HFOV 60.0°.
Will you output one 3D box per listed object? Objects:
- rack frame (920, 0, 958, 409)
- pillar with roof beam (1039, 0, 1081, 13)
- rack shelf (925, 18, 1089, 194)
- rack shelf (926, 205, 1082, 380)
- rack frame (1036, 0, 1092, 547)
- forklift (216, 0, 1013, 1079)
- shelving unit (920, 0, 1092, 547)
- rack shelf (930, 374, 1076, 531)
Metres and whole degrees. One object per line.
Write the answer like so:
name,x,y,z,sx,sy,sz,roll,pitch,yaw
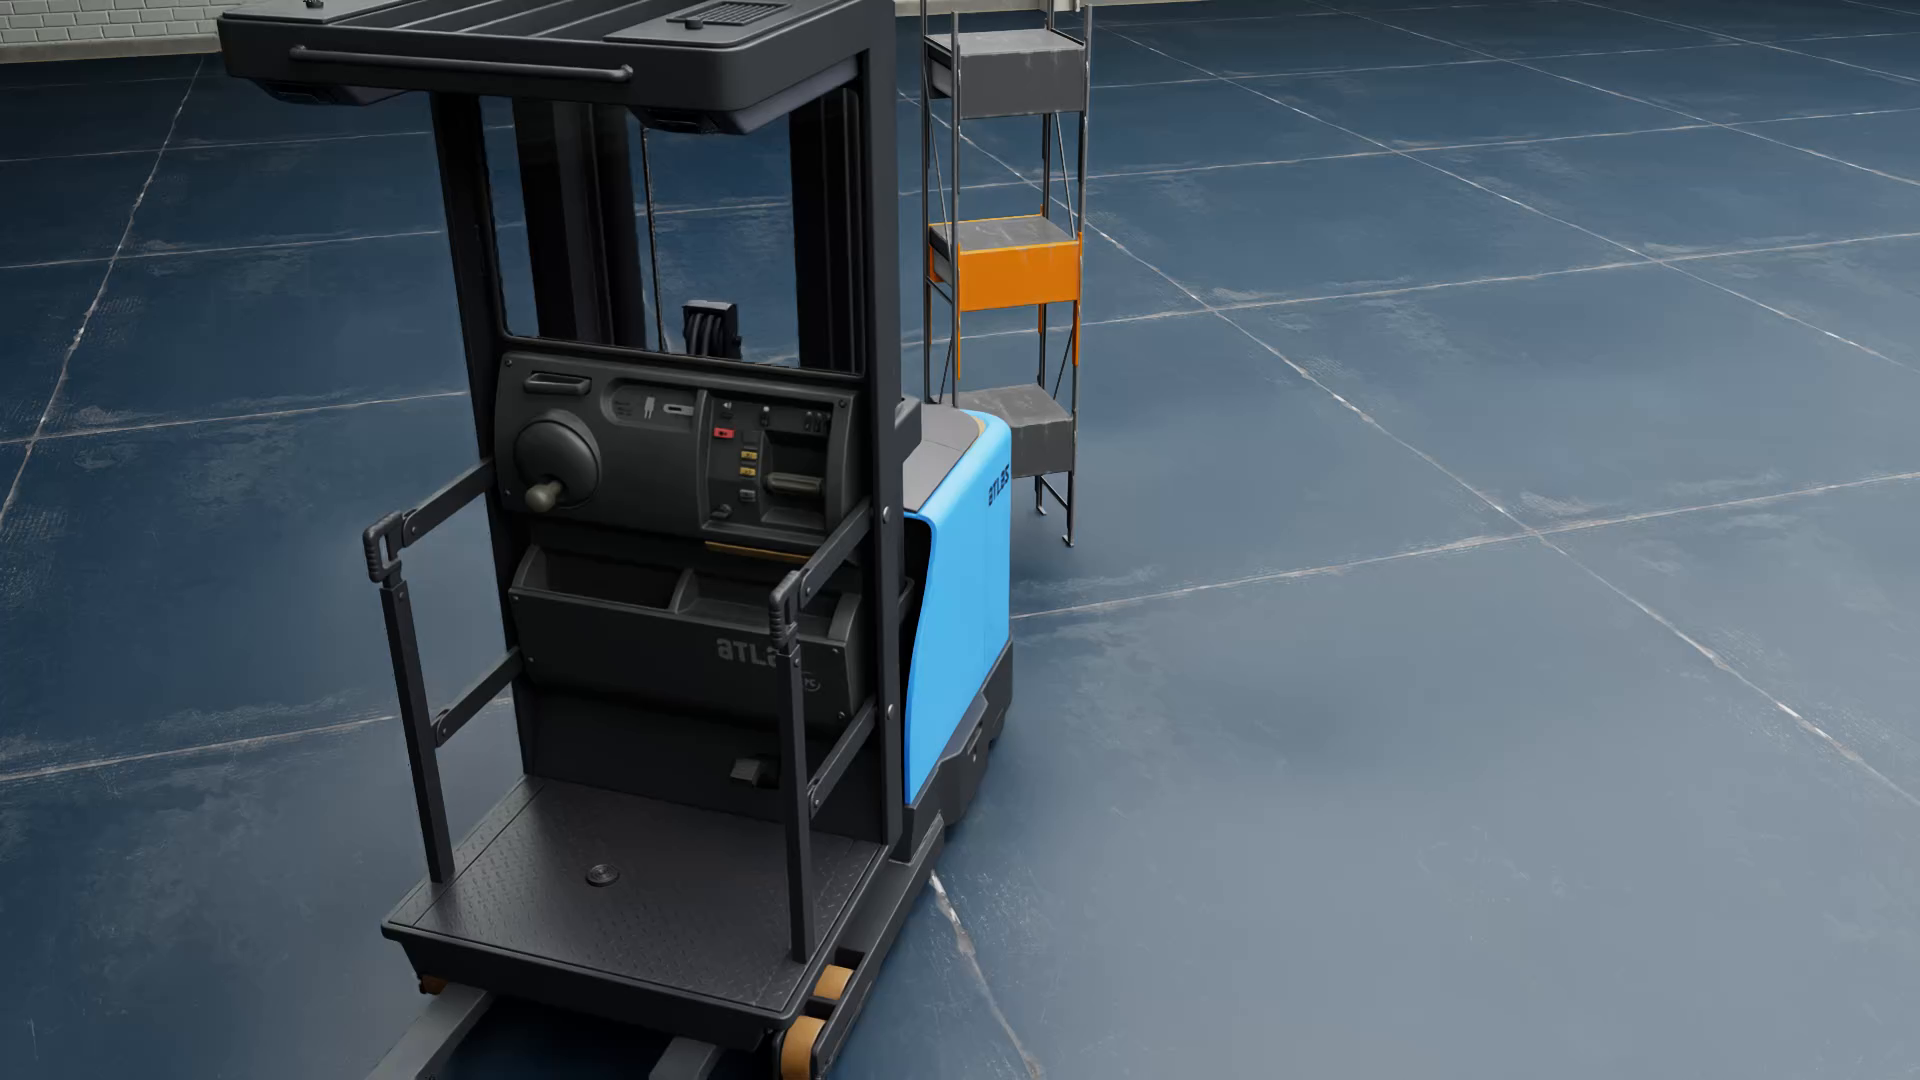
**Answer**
rack frame,-0.075,-0.930,6.261,0.015,2.100,0.400,-8,28,-16
pillar with roof beam,2.456,-8.222,13.192,0.400,9.000,9.100,-8,28,-16
rack shelf,0.157,-1.578,6.024,0.480,0.518,0.431,-8,28,-16
rack shelf,0.157,-0.951,6.335,0.480,0.518,0.431,-8,28,-16
rack frame,0.389,-0.997,6.397,0.015,2.100,0.400,-8,28,-16
forklift,-0.761,-0.182,3.820,1.130,2.935,3.031,8,28,16
shelving unit,0.157,-0.963,6.329,0.503,2.100,0.431,-8,28,-16
rack shelf,0.157,-0.324,6.646,0.480,0.518,0.431,-8,28,-16
